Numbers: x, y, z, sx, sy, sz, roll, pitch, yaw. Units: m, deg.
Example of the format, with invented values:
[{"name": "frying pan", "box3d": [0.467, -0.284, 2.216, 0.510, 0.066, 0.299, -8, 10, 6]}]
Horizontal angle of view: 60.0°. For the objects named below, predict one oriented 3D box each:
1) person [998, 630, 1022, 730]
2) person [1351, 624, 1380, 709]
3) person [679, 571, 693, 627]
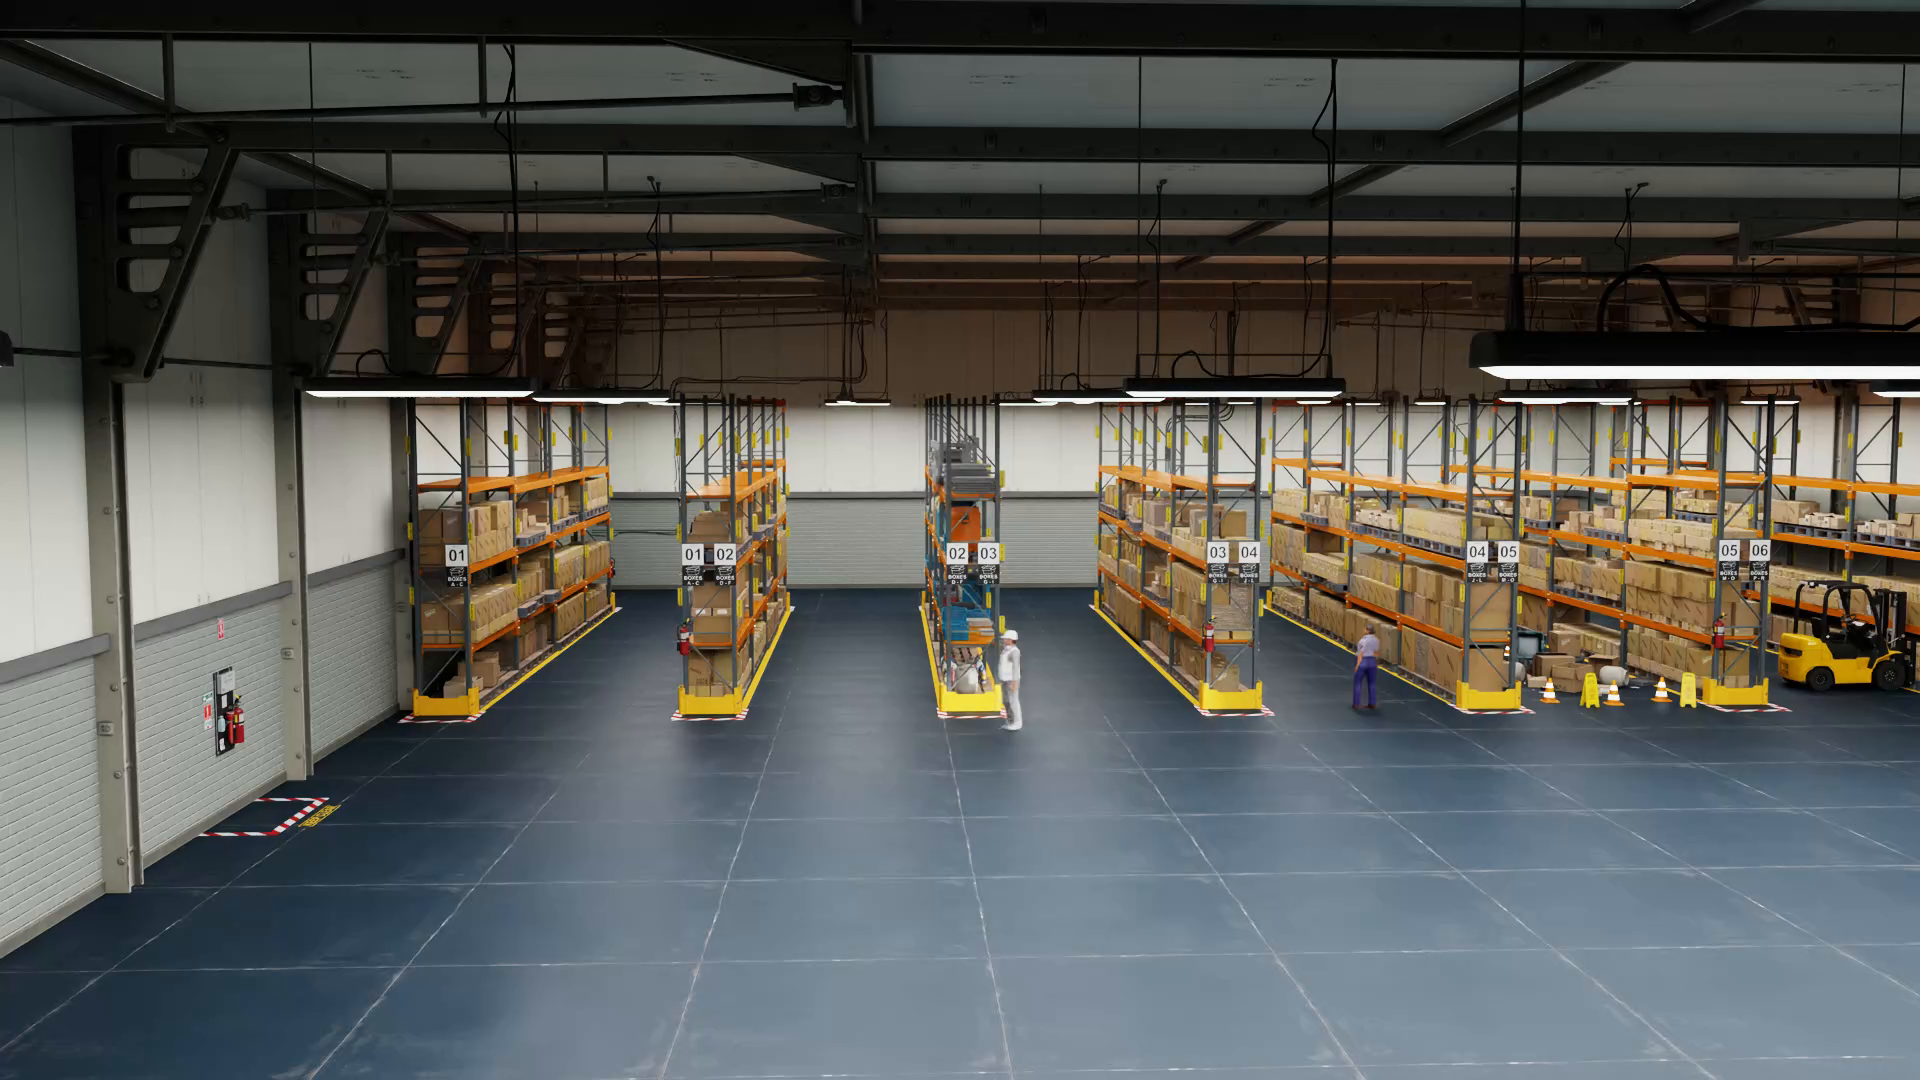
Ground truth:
[{"name": "person", "box3d": [0.887, 2.503, 29.646, 0.395, 1.809, 0.645, -2, 5, -21]}, {"name": "person", "box3d": [7.745, 2.409, 31.706, 0.511, 1.659, 0.426, -1, 5, -10]}, {"name": "person", "box3d": [-7.098, 1.358, 43.919, 0.594, 1.791, 0.856, 0, 5, 4]}]
